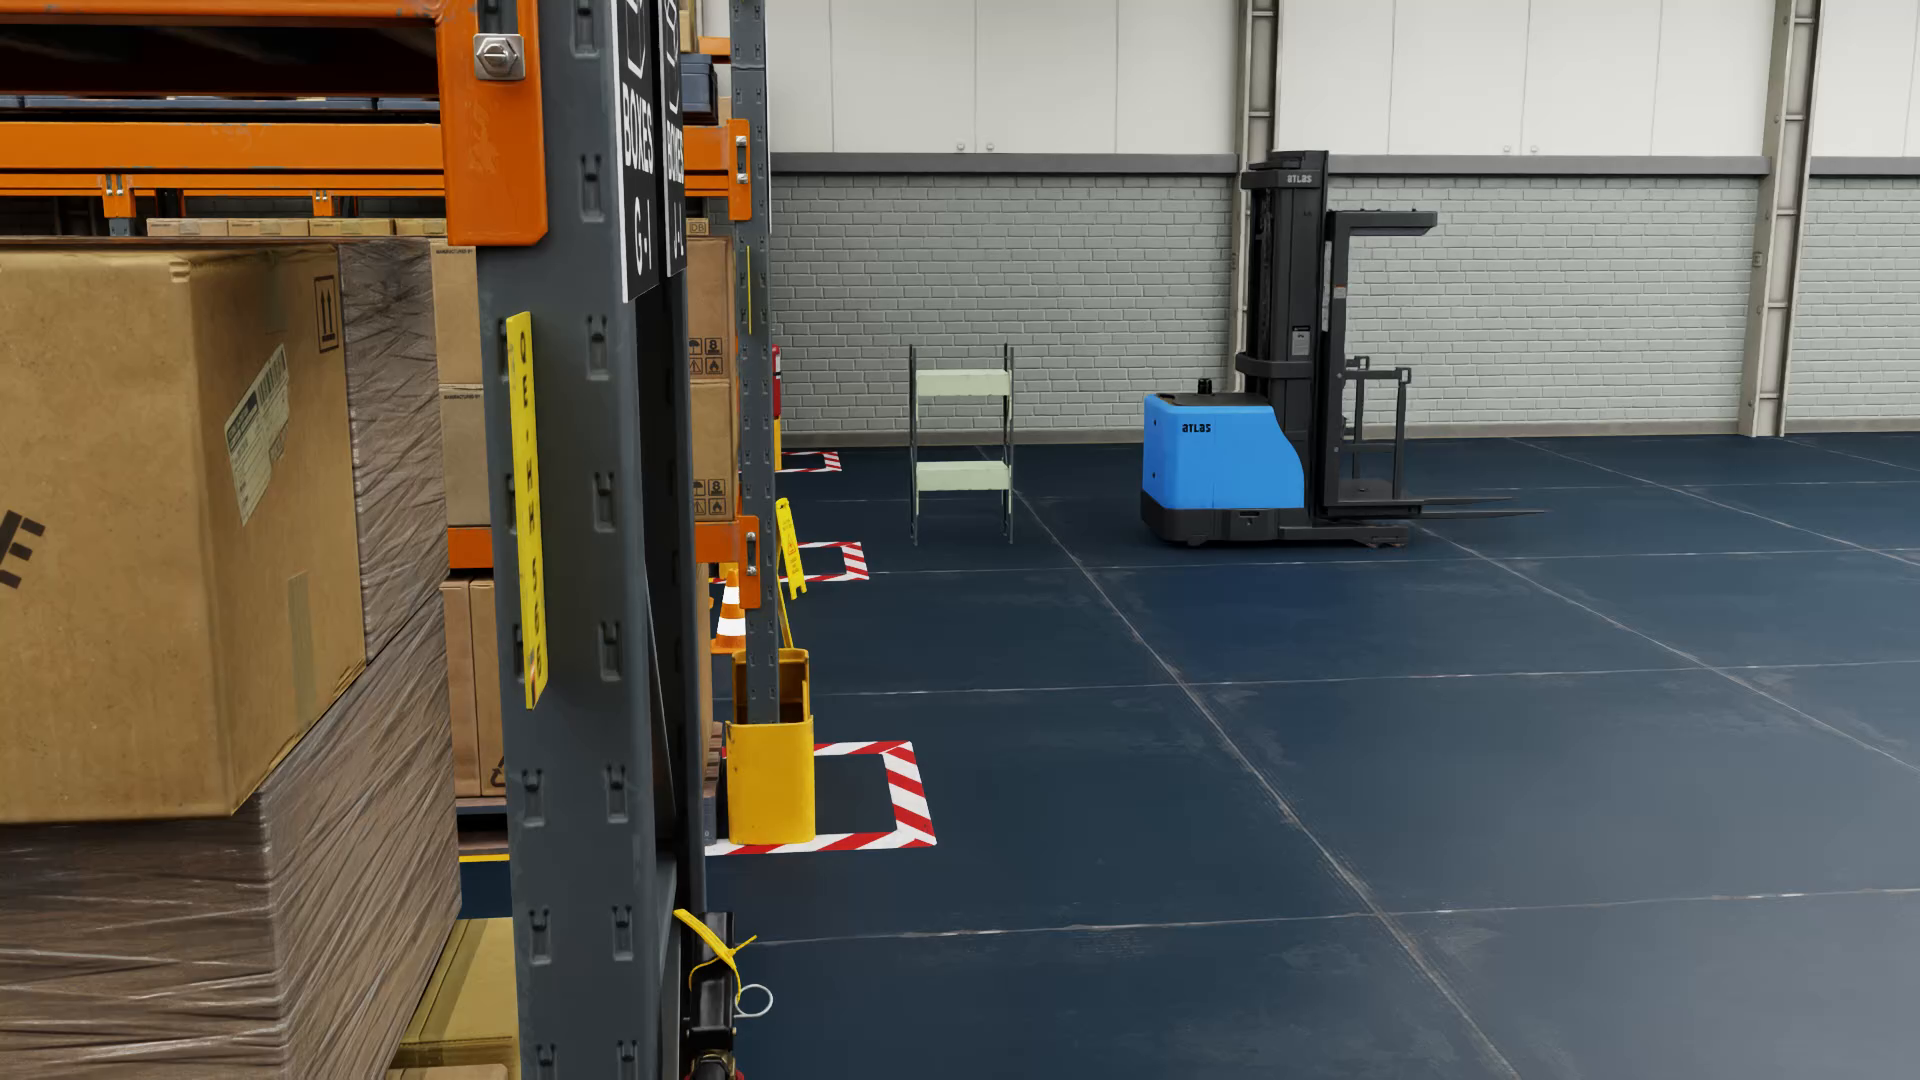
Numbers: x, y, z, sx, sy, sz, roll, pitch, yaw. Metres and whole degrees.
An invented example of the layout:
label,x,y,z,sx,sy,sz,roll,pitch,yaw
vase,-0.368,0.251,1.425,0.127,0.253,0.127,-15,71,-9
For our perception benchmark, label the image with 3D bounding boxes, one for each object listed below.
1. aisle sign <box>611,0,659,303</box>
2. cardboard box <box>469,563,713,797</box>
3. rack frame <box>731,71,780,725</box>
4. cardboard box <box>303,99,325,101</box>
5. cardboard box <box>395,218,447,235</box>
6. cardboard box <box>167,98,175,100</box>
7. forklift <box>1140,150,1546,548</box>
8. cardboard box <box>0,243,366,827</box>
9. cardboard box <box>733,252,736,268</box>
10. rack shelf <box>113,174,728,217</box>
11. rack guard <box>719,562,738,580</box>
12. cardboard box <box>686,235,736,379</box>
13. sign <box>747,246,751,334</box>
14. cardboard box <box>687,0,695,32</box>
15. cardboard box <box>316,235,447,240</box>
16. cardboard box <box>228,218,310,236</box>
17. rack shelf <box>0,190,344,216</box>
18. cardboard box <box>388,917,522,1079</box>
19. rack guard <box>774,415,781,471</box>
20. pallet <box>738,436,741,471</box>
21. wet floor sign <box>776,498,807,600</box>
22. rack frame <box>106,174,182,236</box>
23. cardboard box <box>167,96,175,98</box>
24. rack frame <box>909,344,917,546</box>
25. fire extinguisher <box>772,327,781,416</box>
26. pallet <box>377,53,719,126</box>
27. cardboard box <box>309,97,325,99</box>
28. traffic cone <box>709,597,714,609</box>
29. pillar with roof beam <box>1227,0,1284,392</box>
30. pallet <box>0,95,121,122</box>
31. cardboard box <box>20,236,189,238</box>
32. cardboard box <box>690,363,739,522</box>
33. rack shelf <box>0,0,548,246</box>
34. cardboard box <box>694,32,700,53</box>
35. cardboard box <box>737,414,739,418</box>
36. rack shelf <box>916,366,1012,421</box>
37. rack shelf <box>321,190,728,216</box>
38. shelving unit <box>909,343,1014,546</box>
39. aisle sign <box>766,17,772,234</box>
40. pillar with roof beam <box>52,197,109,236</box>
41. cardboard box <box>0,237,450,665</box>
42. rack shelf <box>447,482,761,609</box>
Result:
label,x,y,z,sx,sy,sz,roll,pitch,yaw
aisle sign,-0.310,-0.629,1.553,0.004,0.787,0.394,-1,11,-6
cardboard box,-1.507,0.500,6.967,0.875,0.875,0.875,-1,11,-6
rack frame,-0.840,-0.363,6.939,0.127,3.000,1.000,-1,11,-6
cardboard box,-3.973,-2.748,10.913,0.500,0.250,0.500,-1,11,-6
cardboard box,-3.470,-1.920,11.237,0.500,0.500,0.700,-1,11,-6
cardboard box,-4.984,-2.728,10.809,0.500,0.250,0.500,-1,11,-7
forklift,2.995,-1.482,12.810,3.031,2.935,1.130,-1,11,-4
cardboard box,-0.925,-0.037,1.656,0.500,0.500,0.500,-1,11,-6
cardboard box,-2.371,-2.809,16.670,0.250,0.149,0.380,-1,11,-7
rack shelf,-3.463,-2.387,11.325,4.000,0.370,1.077,-1,11,-6
rack guard,-1.550,-0.082,11.990,0.348,0.500,1.175,-1,11,-6
cardboard box,-1.213,-0.966,6.819,0.550,0.550,0.875,-1,11,-6
sign,-0.795,-0.943,6.274,0.005,0.325,0.100,-1,11,-6
cardboard box,-1.347,-2.202,6.785,0.500,0.250,0.500,-1,11,-6
cardboard box,-2.321,-0.952,6.744,0.550,0.550,0.875,-1,11,-6
cardboard box,-4.480,-1.887,11.066,0.500,0.500,0.700,-1,11,-6
rack shelf,-7.979,-3.256,15.743,4.000,0.370,1.077,-1,11,-6
cardboard box,-0.714,0.674,2.317,0.250,0.149,0.380,-1,11,-6
rack guard,-1.991,-1.036,16.842,0.348,0.500,1.175,-1,11,-6
pallet,-2.770,-0.870,16.746,1.213,0.211,1.003,-1,11,-6
wet floor sign,-1.170,0.046,10.960,0.232,0.644,0.267,3,11,14
rack frame,-5.451,-1.227,11.333,0.127,3.000,1.000,-1,11,-6
cardboard box,-5.103,-2.911,10.706,0.250,0.149,0.380,-1,11,-7
rack frame,-0.357,-0.728,12.685,0.023,1.500,0.400,-1,11,-6
fire extinguisher,-1.311,-1.186,11.327,0.183,0.674,0.296,-1,11,-6
pallet,-1.576,-1.774,6.569,1.213,0.211,1.003,-1,11,-6
cardboard box,-4.079,-2.941,10.859,0.250,0.149,0.380,-2,11,-8
traffic cone,-1.763,0.191,10.698,0.334,0.463,0.336,-1,11,-6
pillar with roof beam,3.626,-4.664,13.262,0.400,9.000,9.100,-1,11,-6
pallet,-4.002,-1.723,6.311,1.213,0.211,1.003,-1,11,-6
cardboard box,-3.360,-0.903,6.497,0.550,0.550,0.875,-1,11,-6
cardboard box,-1.204,-0.420,6.841,0.550,0.550,0.875,-1,11,-6
rack shelf,-2.393,-0.487,1.658,4.000,0.370,1.077,-1,11,-6
cardboard box,-1.215,-2.021,6.900,0.250,0.149,0.380,-1,11,-6
cardboard box,-2.504,-1.394,16.928,0.500,0.250,0.500,-1,11,-5
rack shelf,0.007,-1.119,12.649,0.720,0.370,0.431,-1,11,-6
rack shelf,-4.003,-3.339,16.167,4.000,0.370,1.077,-1,11,-6
shelving unit,0.007,-0.736,12.724,0.755,1.500,0.431,-1,11,-6
aisle sign,-0.737,-1.583,6.403,0.004,0.787,0.394,-1,11,-6
pillar with roof beam,-8.304,-4.414,11.990,0.400,9.000,9.100,-1,11,-6
cardboard box,-0.981,-0.136,2.163,0.500,0.500,0.500,-1,11,-6
rack shelf,-2.828,0.032,6.797,4.000,0.370,1.077,-1,11,-6
